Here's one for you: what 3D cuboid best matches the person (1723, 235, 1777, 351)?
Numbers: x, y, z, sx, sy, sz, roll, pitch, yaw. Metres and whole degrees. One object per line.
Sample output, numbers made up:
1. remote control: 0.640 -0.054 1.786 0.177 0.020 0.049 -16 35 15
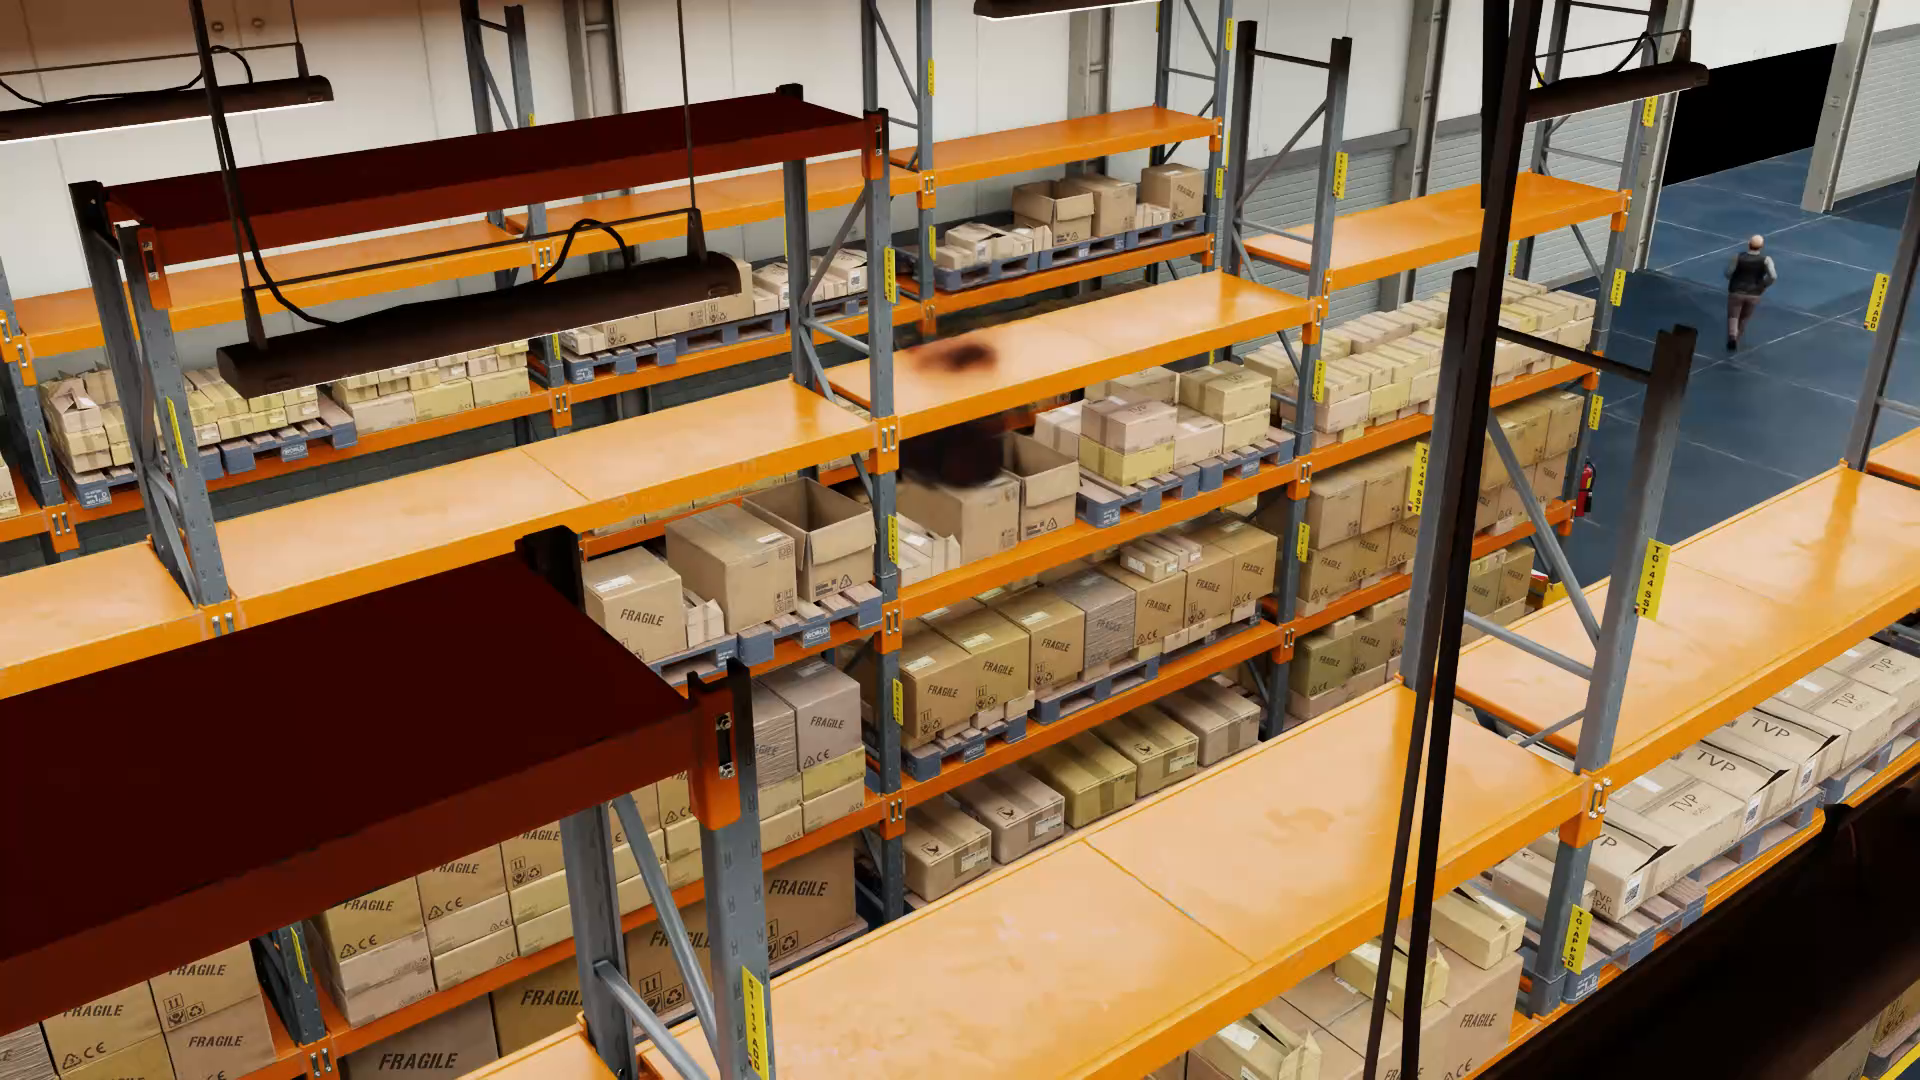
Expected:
1. person: 10.911 -3.390 23.121 0.662 1.721 0.880 9 28 18
